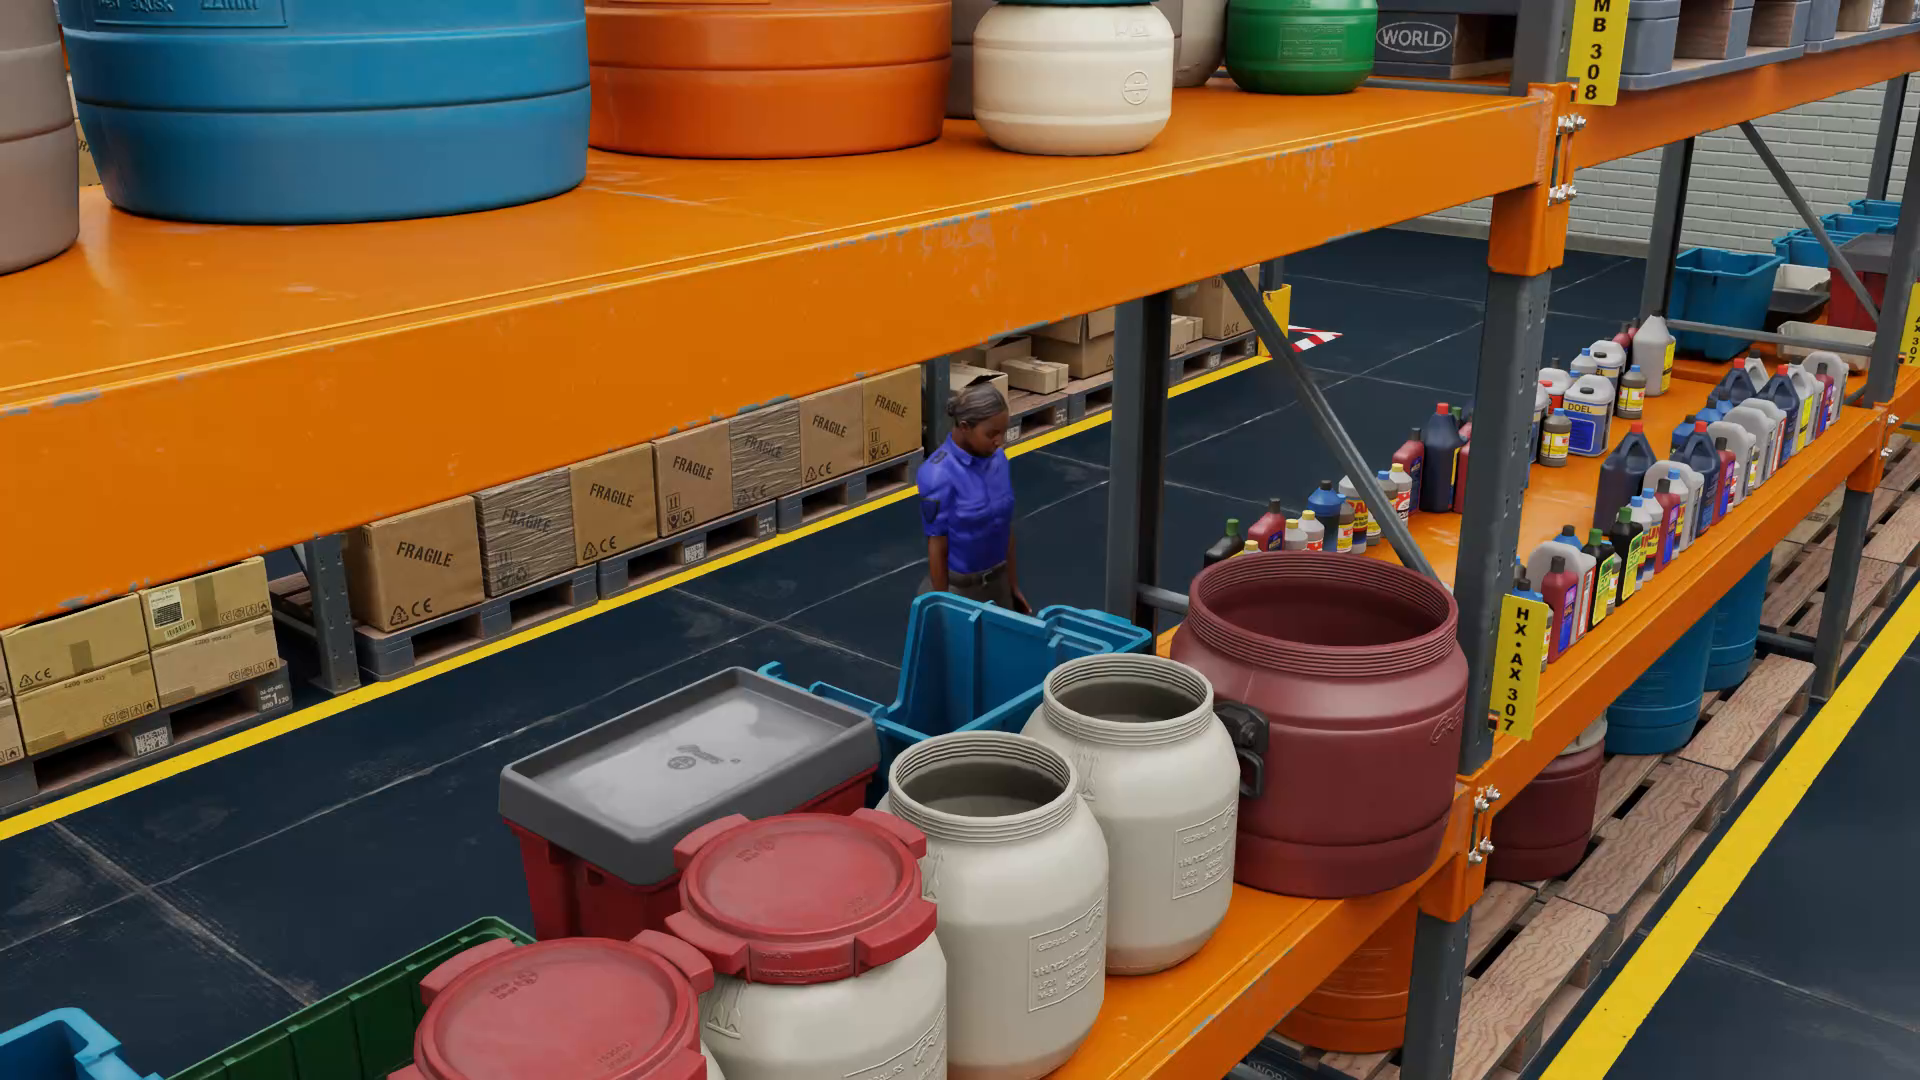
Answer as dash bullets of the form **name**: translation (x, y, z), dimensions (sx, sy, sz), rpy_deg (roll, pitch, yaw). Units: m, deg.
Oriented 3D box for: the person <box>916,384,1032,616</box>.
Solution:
- **person**: translation (0.048, 0.229, 6.000), dimensions (0.319, 1.642, 0.443), rpy_deg (17, 26, 37)
